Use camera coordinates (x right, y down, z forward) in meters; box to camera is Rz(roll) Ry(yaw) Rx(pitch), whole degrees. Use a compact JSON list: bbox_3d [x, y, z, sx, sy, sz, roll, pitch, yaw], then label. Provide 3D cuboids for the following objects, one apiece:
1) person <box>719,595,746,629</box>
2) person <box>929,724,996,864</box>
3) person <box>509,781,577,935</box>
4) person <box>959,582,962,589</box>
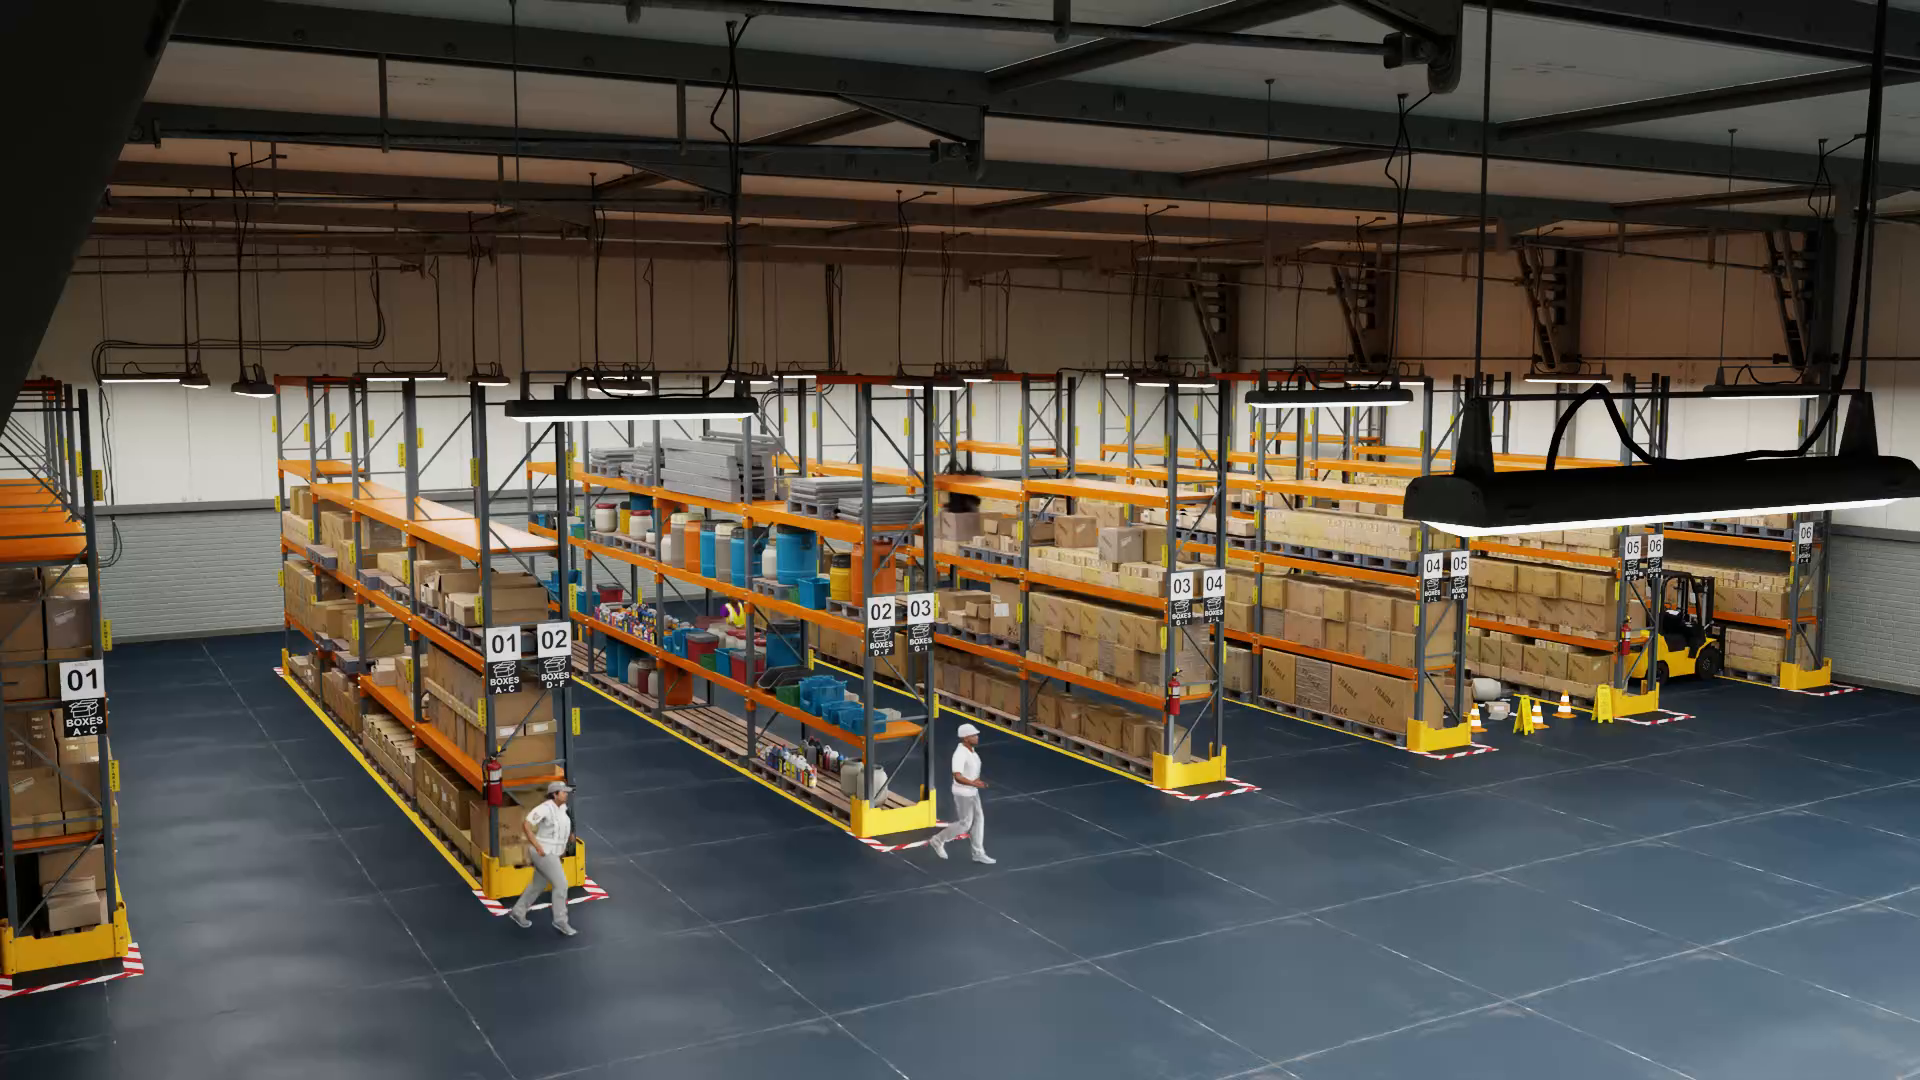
[{"bbox_3d":[-4.496,1.850,32.813,0.663,1.763,0.981,-5,8,-36],"label":"person"},{"bbox_3d":[0.045,3.178,20.864,0.838,1.775,0.725,1,6,12],"label":"person"},{"bbox_3d":[-4.610,3.510,18.506,0.801,1.679,0.577,1,6,6],"label":"person"},{"bbox_3d":[-0.073,1.723,34.691,0.536,1.711,0.828,-5,8,-38],"label":"person"}]
